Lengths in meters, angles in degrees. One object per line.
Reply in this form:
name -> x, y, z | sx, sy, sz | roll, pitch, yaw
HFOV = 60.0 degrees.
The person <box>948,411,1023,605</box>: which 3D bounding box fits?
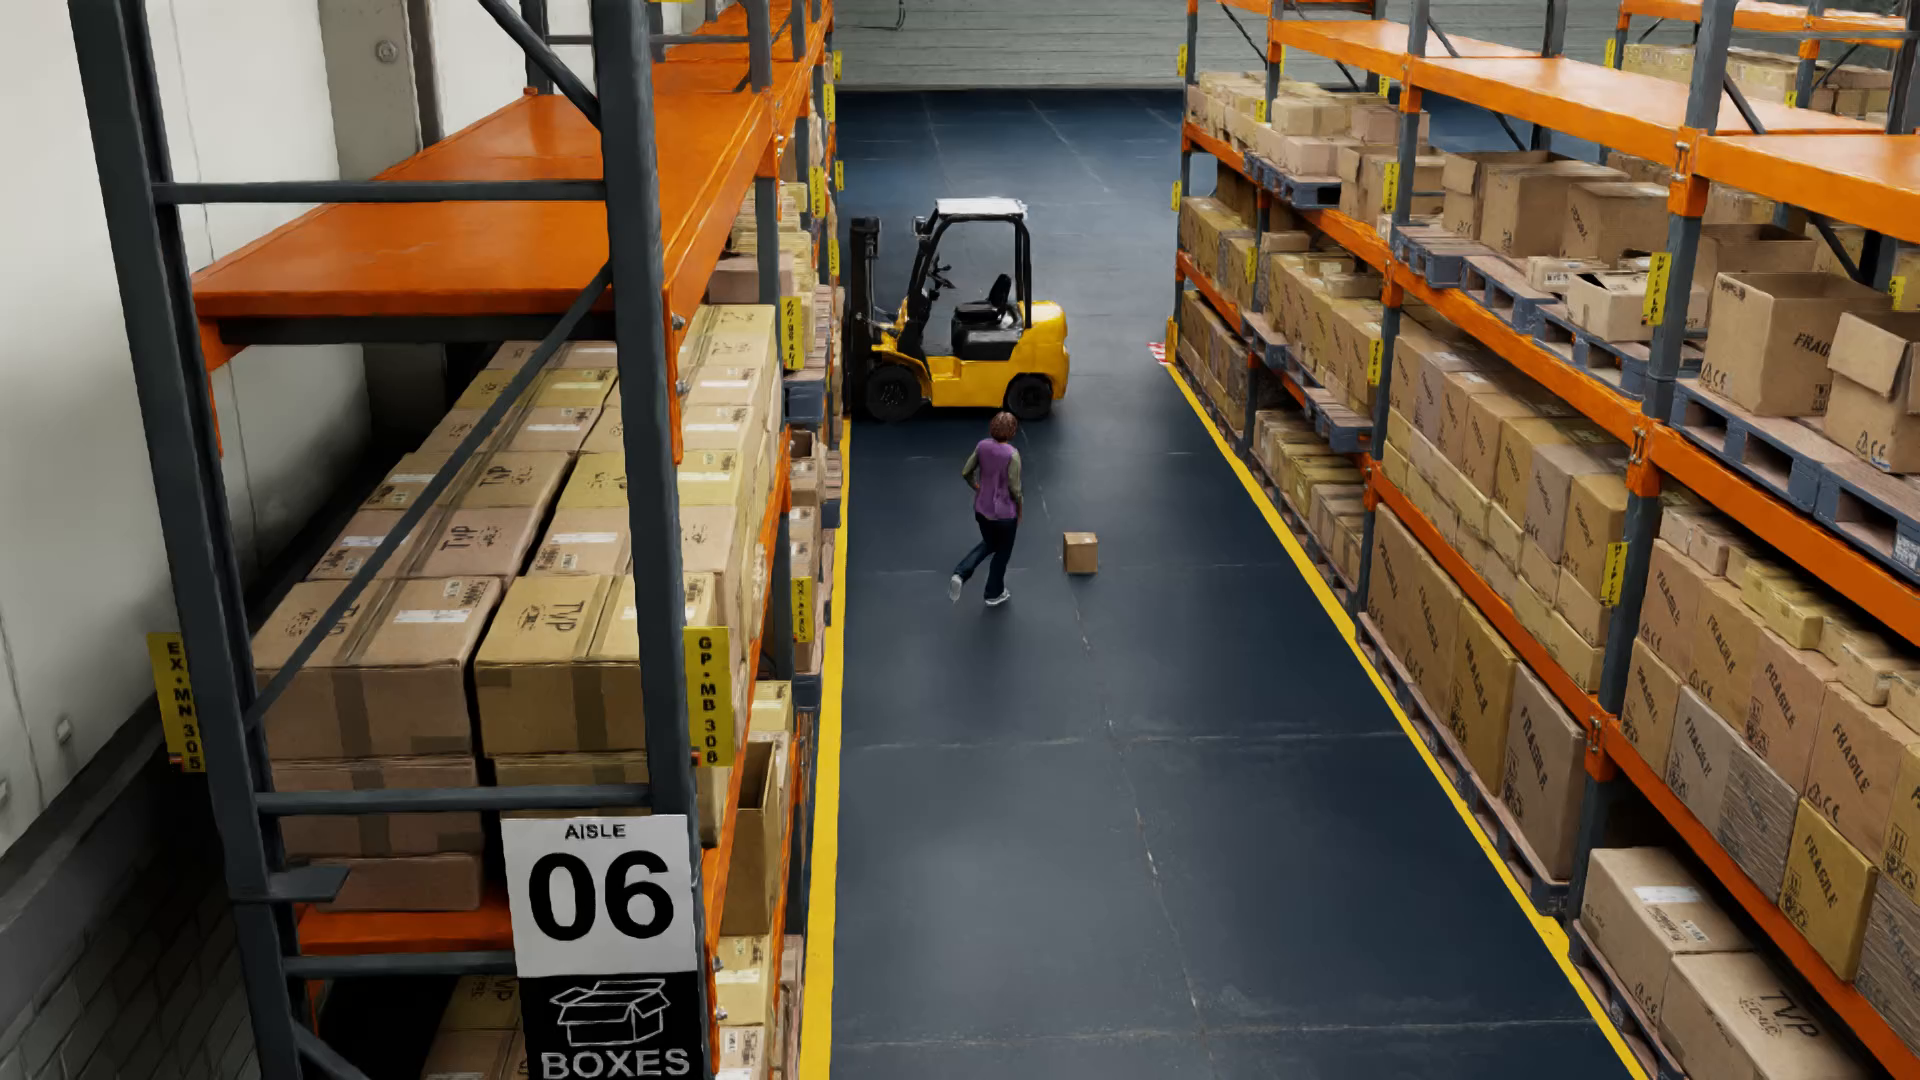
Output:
person -> 0.254, -0.201, 12.411 | 0.544, 1.576, 0.622 | 17, 27, 38
